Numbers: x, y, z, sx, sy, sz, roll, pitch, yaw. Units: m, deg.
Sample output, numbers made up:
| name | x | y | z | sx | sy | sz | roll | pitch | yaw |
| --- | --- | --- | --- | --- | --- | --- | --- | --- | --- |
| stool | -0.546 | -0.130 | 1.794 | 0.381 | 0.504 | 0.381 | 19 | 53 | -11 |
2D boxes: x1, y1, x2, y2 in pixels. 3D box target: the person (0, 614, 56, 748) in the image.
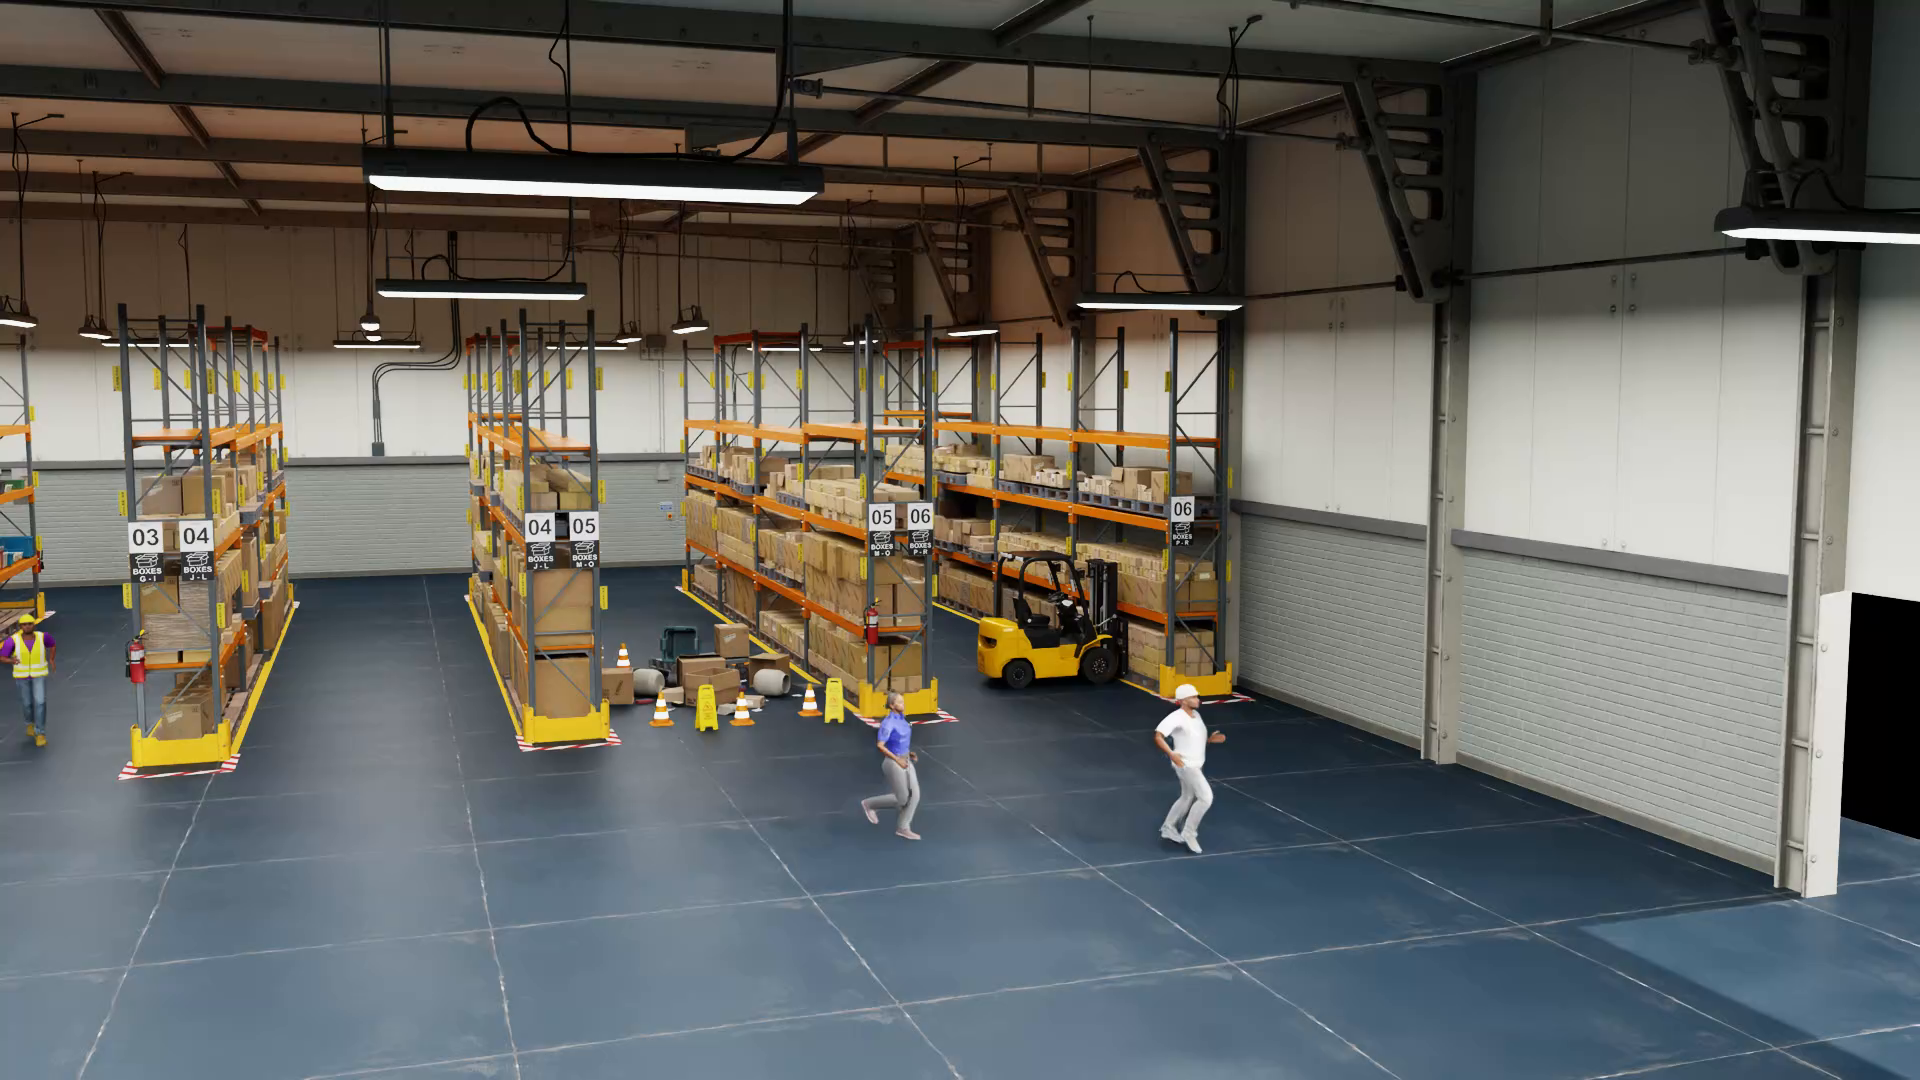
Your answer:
| name | x | y | z | sx | sy | sz | roll | pitch | yaw |
| --- | --- | --- | --- | --- | --- | --- | --- | --- | --- |
| person | -12.918 | 1.920 | 23.077 | 0.689 | 1.805 | 0.883 | -3 | 6 | -27 |

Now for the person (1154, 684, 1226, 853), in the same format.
| name | x | y | z | sx | sy | sz | roll | pitch | yaw |
| --- | --- | --- | --- | --- | --- | --- | --- | --- | --- |
| person | 2.476 | 2.444 | 17.819 | 0.696 | 1.809 | 0.674 | 3 | 6 | 25 |

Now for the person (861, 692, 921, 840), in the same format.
| name | x | y | z | sx | sy | sz | roll | pitch | yaw |
| --- | --- | --- | --- | --- | --- | --- | --- | --- | --- |
| person | -0.729 | 2.478 | 18.331 | 0.647 | 1.628 | 0.584 | 2 | 6 | 22 |
